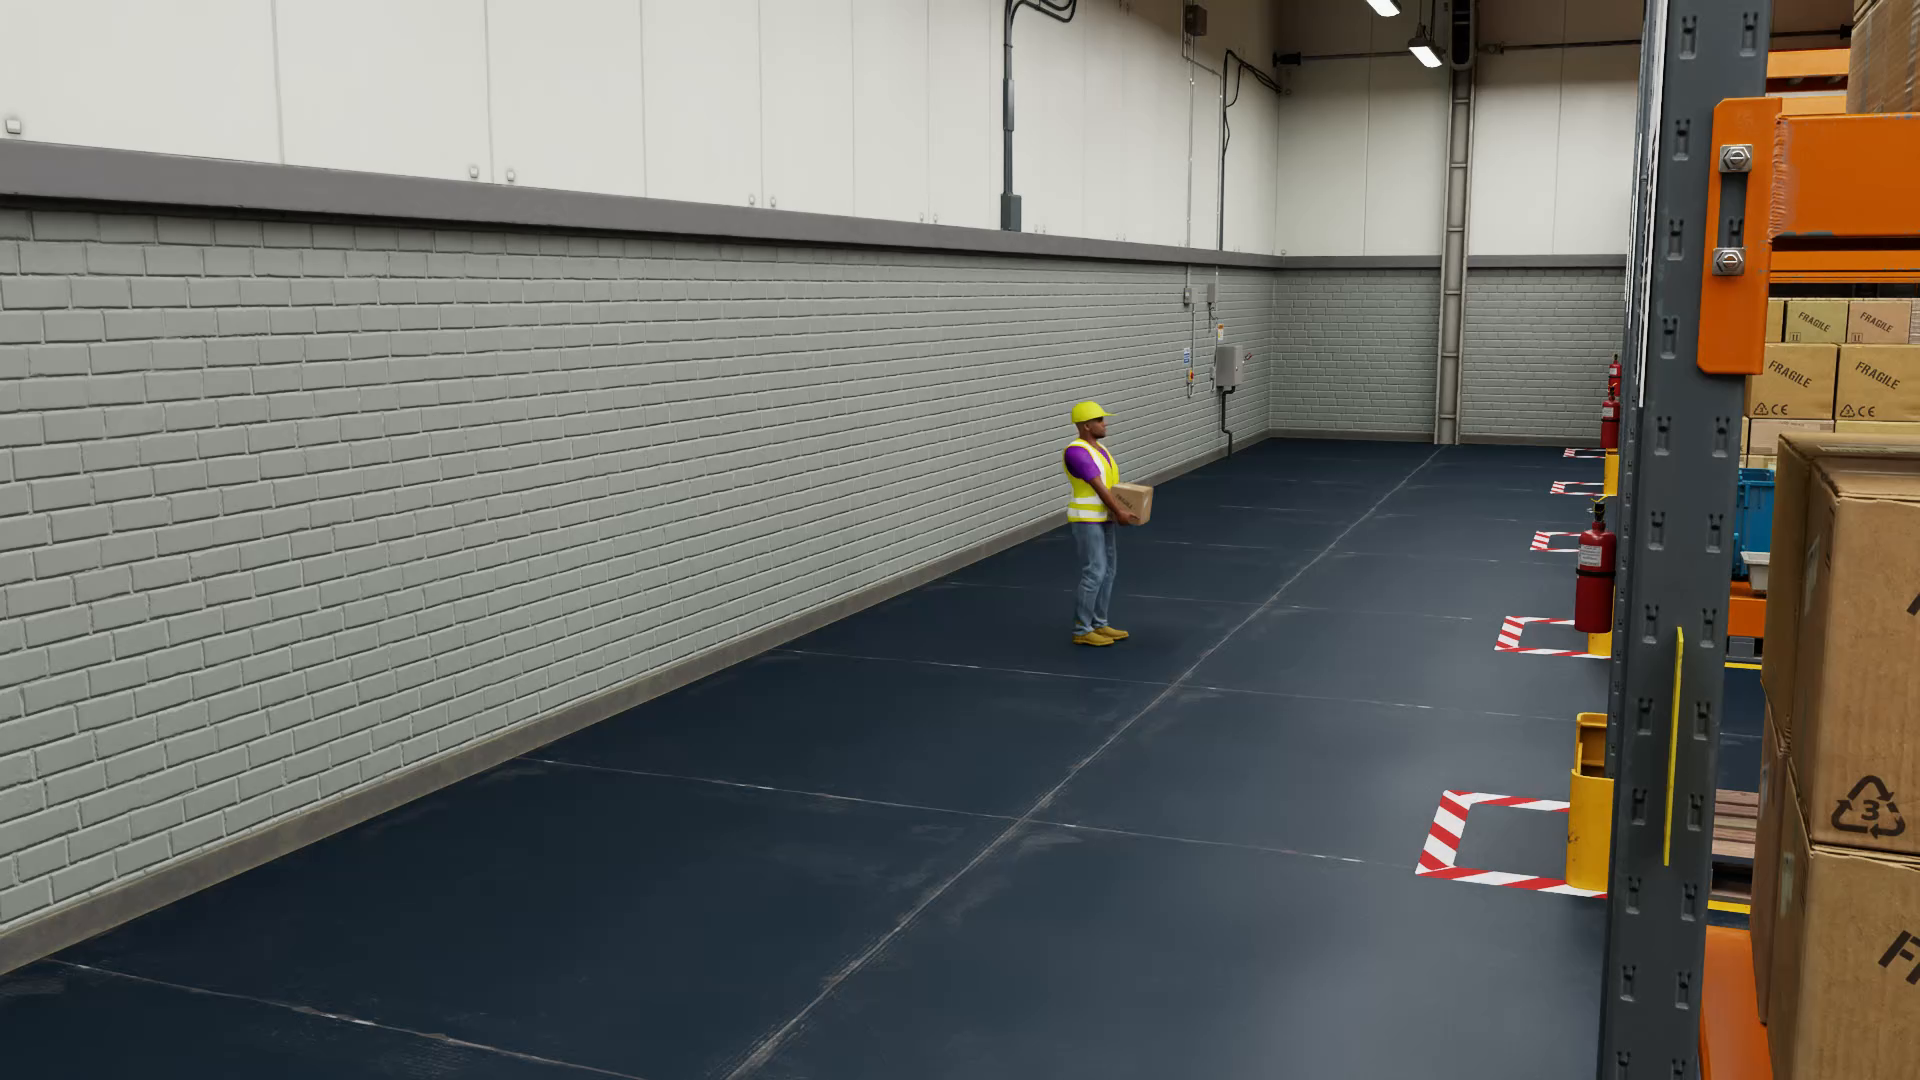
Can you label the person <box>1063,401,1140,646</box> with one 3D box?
[{"bbox_3d":[1.068,-0.125,12.113,0.586,1.760,0.503,4,9,22],"label":"person"}]
